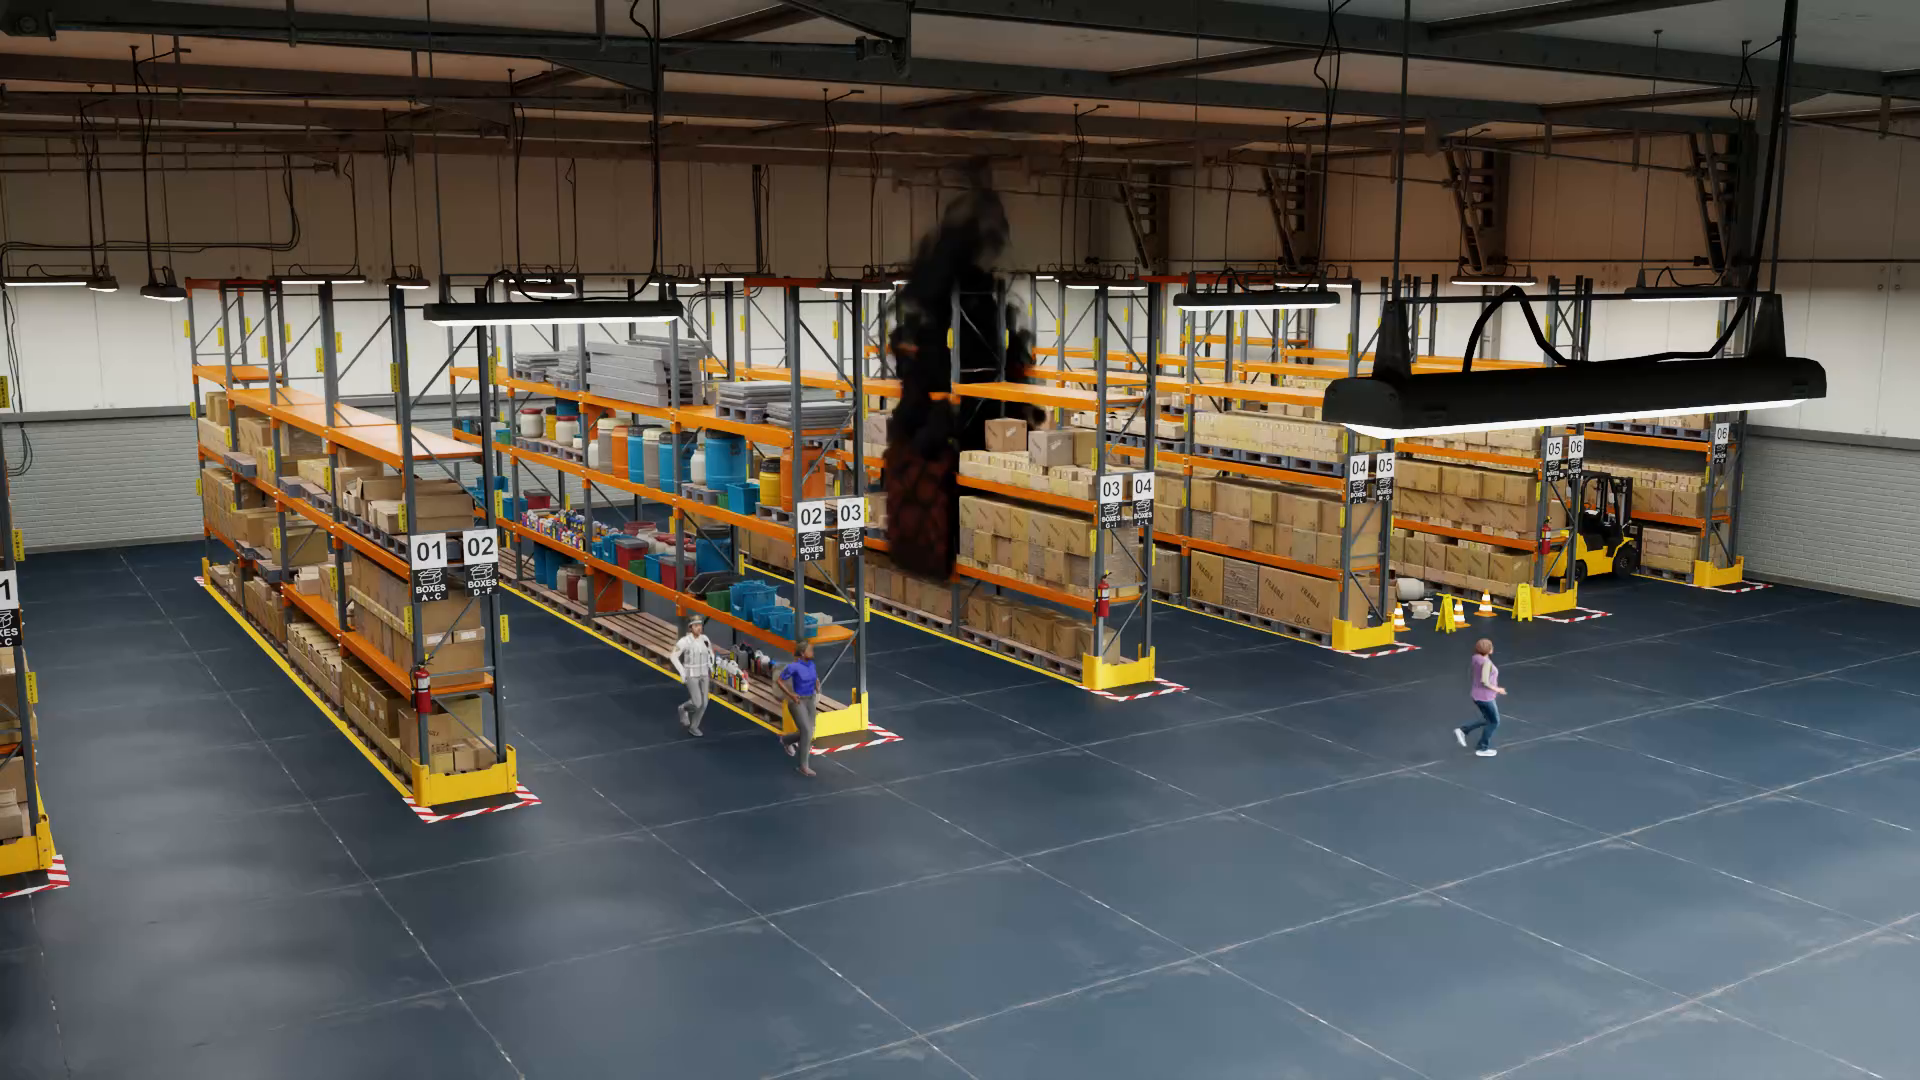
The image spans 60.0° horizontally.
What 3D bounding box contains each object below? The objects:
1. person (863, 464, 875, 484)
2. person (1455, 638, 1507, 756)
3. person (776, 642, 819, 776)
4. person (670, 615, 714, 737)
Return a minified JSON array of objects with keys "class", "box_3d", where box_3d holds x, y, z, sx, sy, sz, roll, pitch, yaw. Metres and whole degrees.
[{"class":"person","box_3d":[-2.405,-1.476,41.902,0.647,1.621,0.574,-5,11,-27]},{"class":"person","box_3d":[6.683,2.020,21.338,0.566,1.547,0.534,-1,10,-3]},{"class":"person","box_3d":[-1.991,2.080,20.928,0.799,1.626,0.608,6,12,34]},{"class":"person","box_3d":[-3.531,1.812,22.278,0.600,1.650,0.540,-7,12,-38]}]
